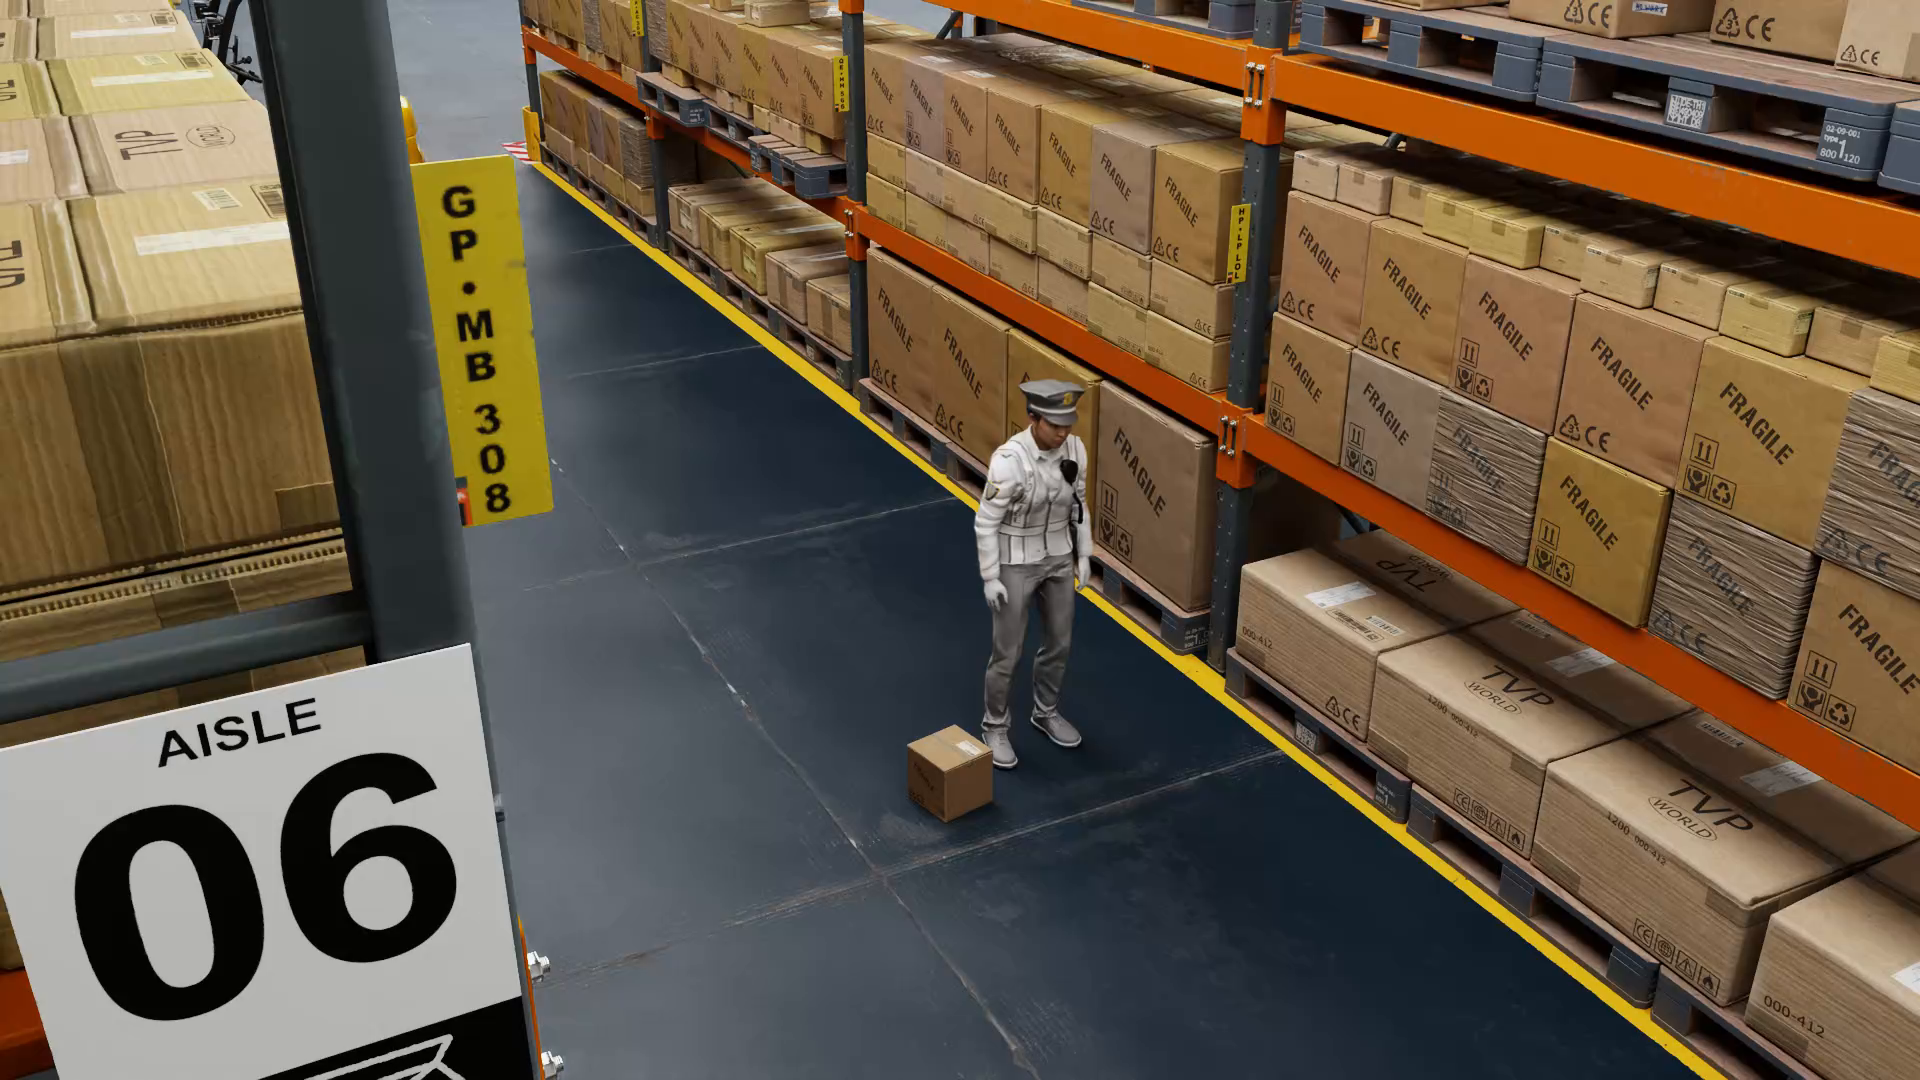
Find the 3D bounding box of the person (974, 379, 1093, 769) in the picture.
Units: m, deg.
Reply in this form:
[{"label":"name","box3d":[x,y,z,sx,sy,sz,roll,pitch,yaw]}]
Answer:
[{"label":"person","box3d":[0.322,0.120,6.856,0.530,1.663,0.347,-13,29,-25]}]
